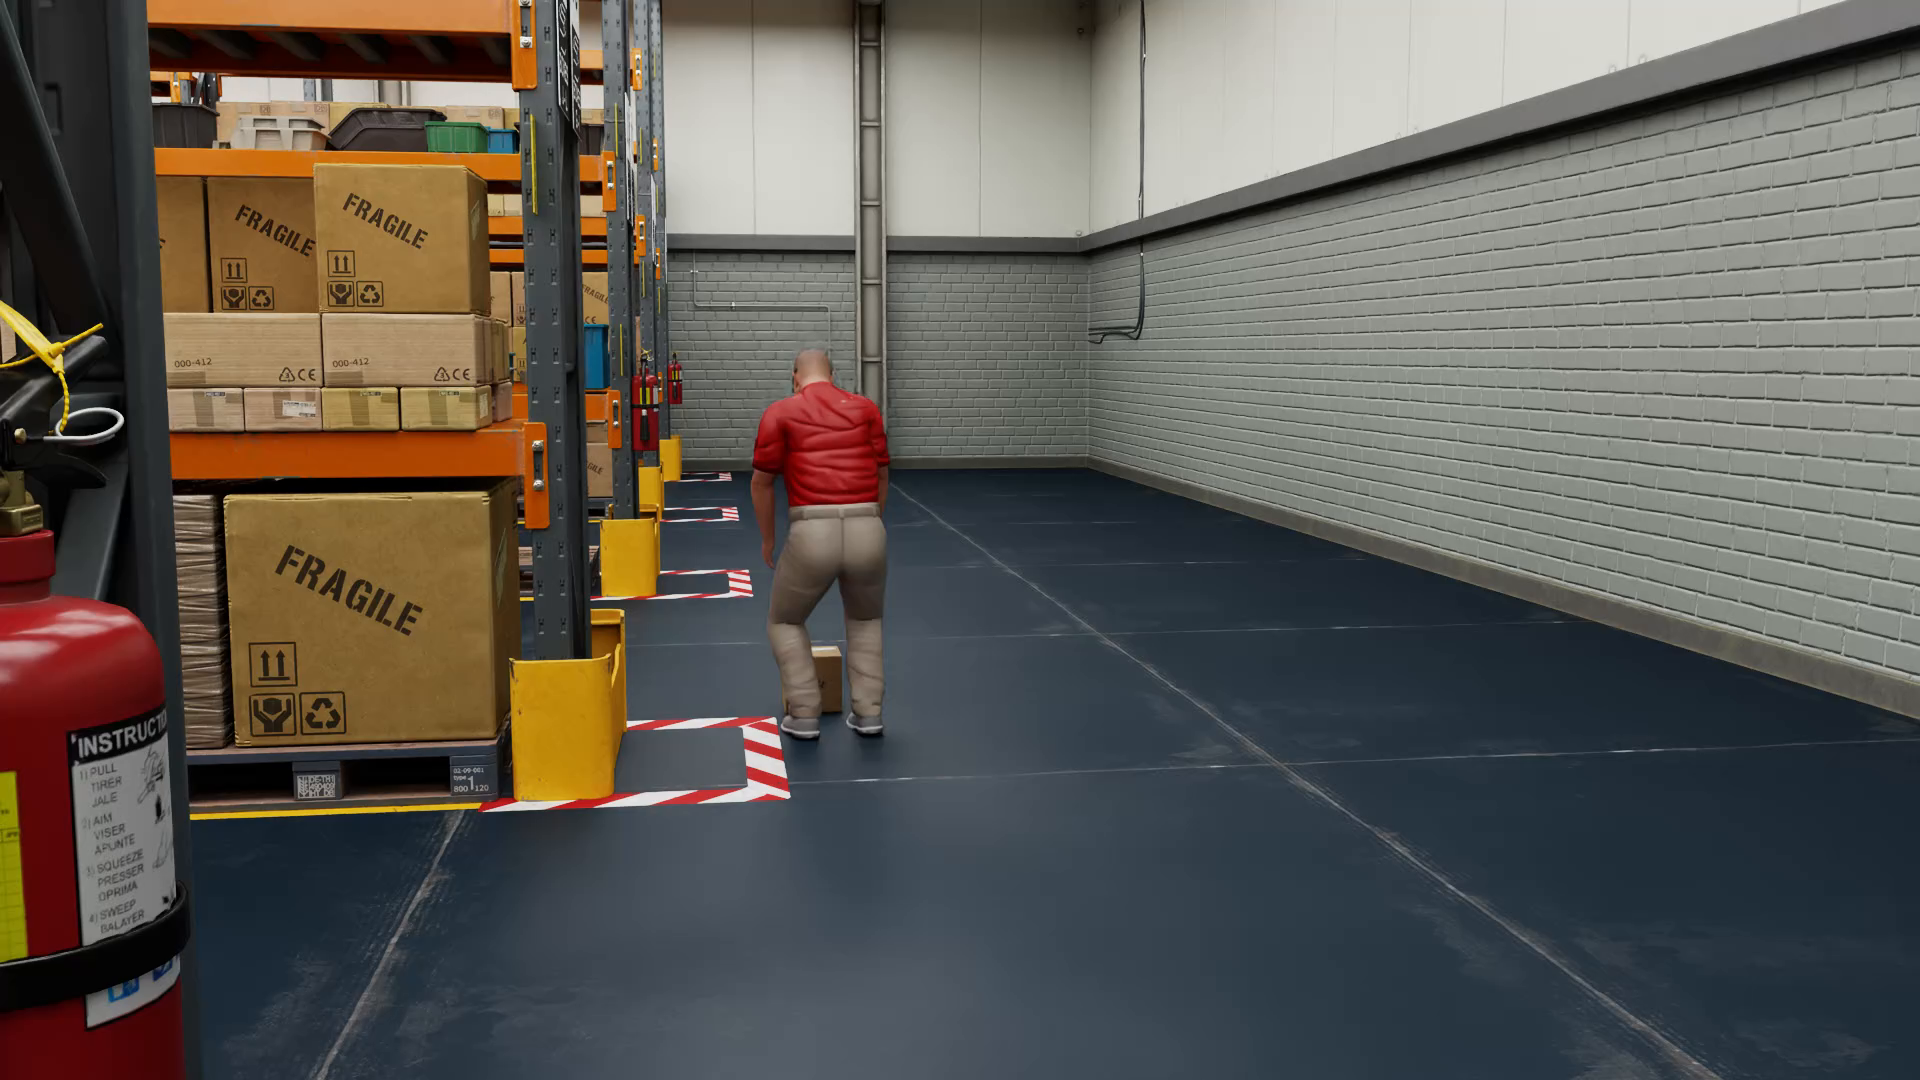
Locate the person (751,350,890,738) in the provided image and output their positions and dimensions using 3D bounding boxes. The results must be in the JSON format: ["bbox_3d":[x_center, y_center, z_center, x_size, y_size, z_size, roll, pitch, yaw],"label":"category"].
[{"bbox_3d":[-0.563,0.016,6.833,0.578,1.588,0.550,-2,7,-15],"label":"person"}]
